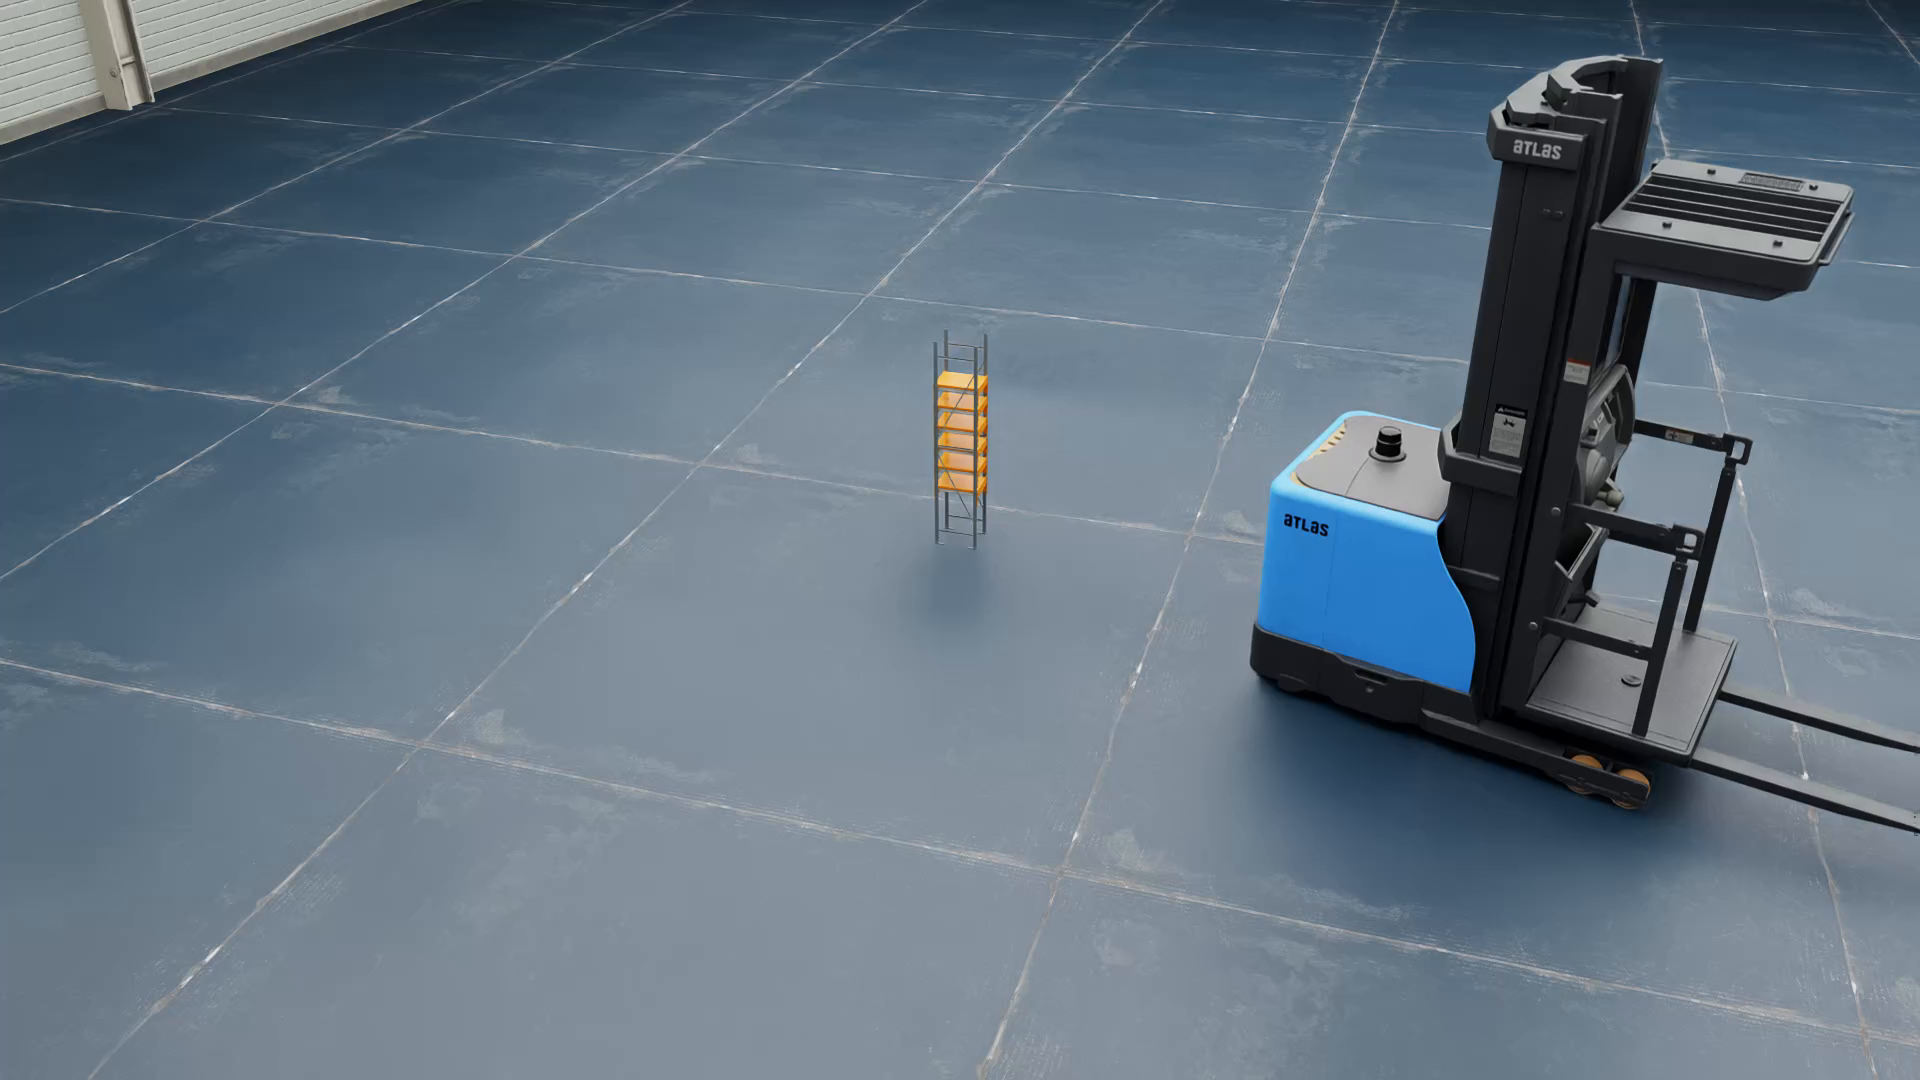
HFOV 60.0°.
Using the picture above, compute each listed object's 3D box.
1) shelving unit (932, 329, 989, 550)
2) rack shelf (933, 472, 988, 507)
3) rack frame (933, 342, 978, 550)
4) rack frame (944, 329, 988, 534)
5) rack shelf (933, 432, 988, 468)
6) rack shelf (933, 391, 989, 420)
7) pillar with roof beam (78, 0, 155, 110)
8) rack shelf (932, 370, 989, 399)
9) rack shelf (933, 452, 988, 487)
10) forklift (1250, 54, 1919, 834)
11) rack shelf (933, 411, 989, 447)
[{"bbox_3d":[0.004,-0.531,8.970,0.258,1.200,0.189,8,30,15],"label":"shelving unit"},{"bbox_3d":[0.004,-0.282,9.109,0.258,0.103,0.180,8,30,15],"label":"rack shelf"},{"bbox_3d":[-0.023,-0.489,8.894,0.240,1.200,0.006,8,30,15],"label":"rack frame"},{"bbox_3d":[0.031,-0.574,9.047,0.240,1.200,0.006,8,30,15],"label":"rack frame"},{"bbox_3d":[0.004,-0.492,8.992,0.258,0.103,0.180,8,30,15],"label":"rack shelf"},{"bbox_3d":[0.004,-0.702,8.875,0.258,0.103,0.180,8,30,15],"label":"rack shelf"},{"bbox_3d":[-4.603,-7.893,14.181,9.100,9.000,0.400,8,30,15],"label":"pillar with roof beam"},{"bbox_3d":[0.004,-0.807,8.817,0.258,0.103,0.180,8,30,15],"label":"rack shelf"},{"bbox_3d":[0.004,-0.387,9.050,0.258,0.103,0.180,8,30,15],"label":"rack shelf"},{"bbox_3d":[2.915,-0.418,6.986,3.031,2.935,1.130,17,33,28],"label":"forklift"},{"bbox_3d":[0.004,-0.597,8.934,0.258,0.103,0.180,8,30,15],"label":"rack shelf"}]
